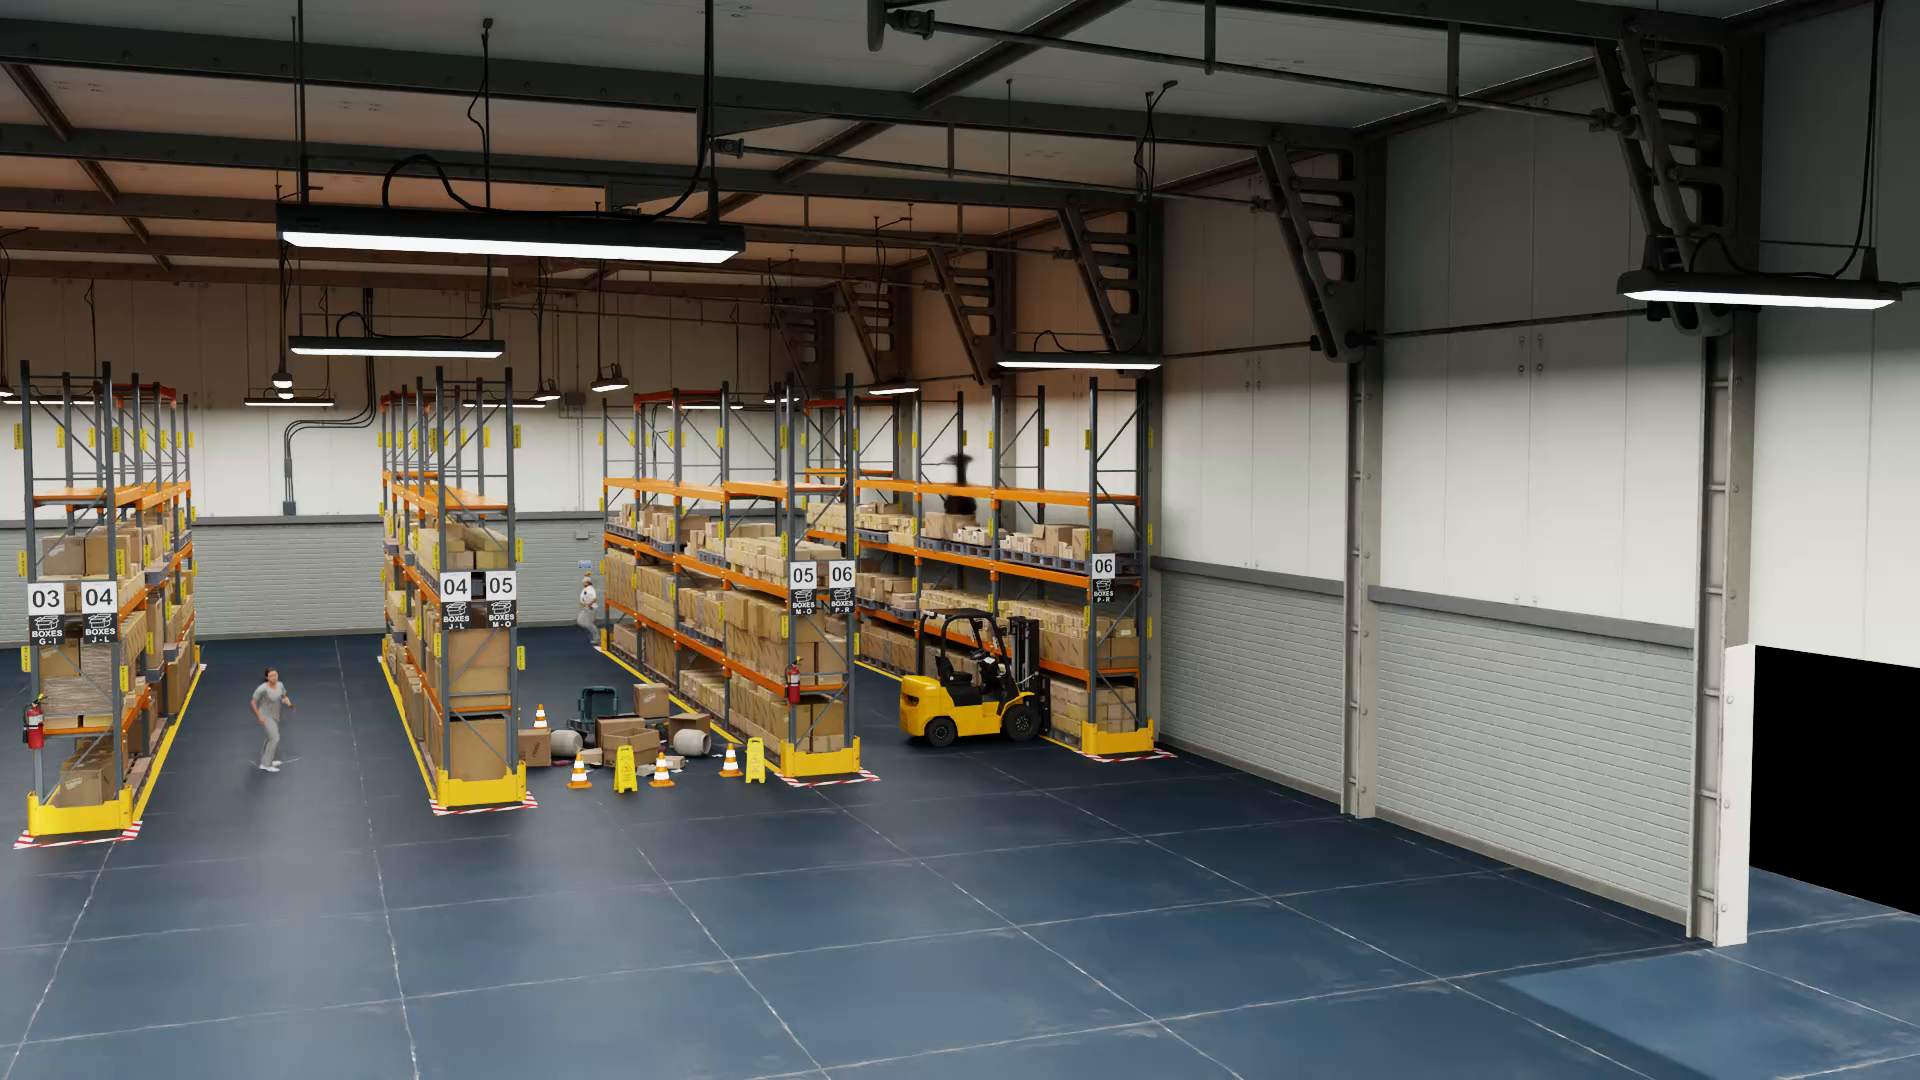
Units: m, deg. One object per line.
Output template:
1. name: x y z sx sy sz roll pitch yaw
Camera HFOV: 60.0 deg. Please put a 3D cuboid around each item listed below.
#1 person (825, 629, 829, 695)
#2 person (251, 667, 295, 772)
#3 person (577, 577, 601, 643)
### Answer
1. person: -2.765 2.251 31.533 0.675 1.698 0.905 -2 4 -24
2. person: -10.424 2.704 25.228 0.764 1.608 0.612 1 4 15
3. person: -9.164 1.720 41.076 0.552 1.623 0.654 -2 4 -27
